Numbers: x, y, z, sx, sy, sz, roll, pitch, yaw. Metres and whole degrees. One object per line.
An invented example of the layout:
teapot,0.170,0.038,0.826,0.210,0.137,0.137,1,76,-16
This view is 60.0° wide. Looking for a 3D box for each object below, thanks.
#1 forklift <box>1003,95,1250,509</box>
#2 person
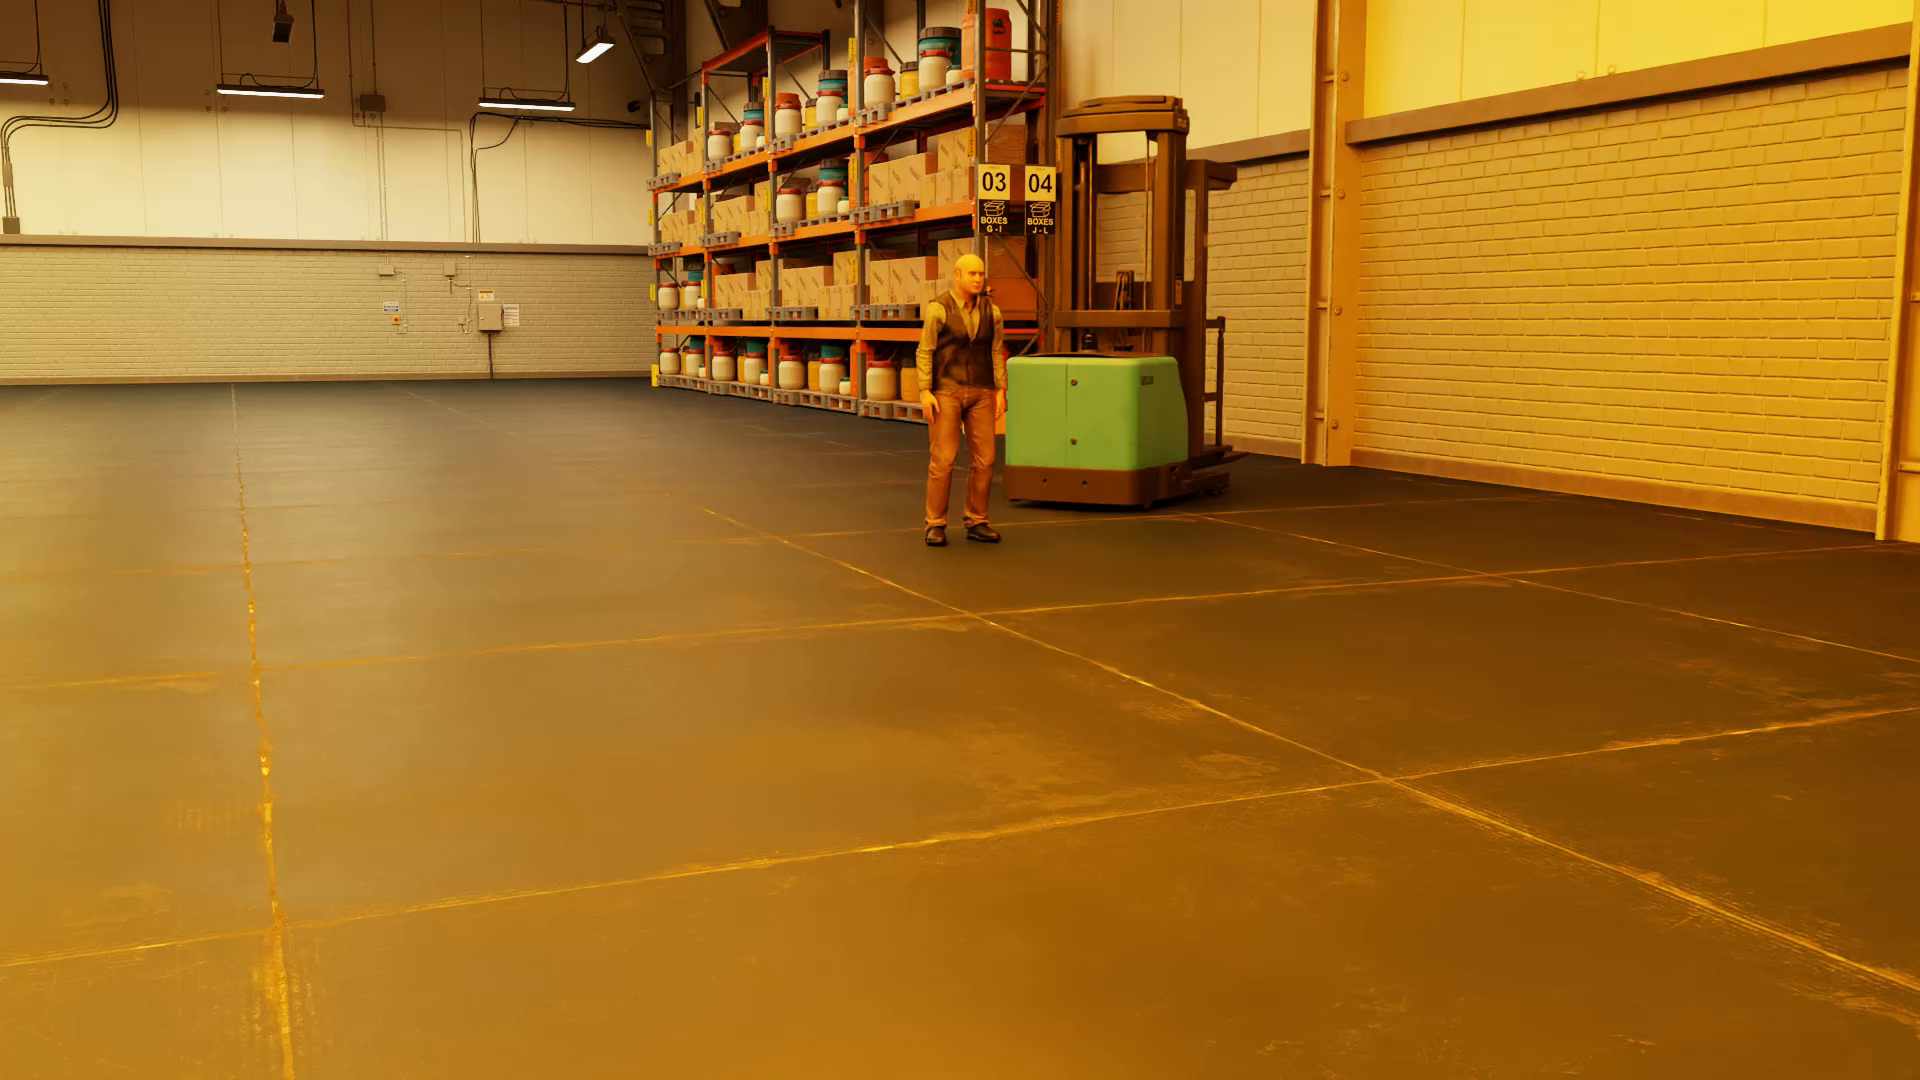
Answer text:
forklift,1.446,-1.821,12.753,1.130,2.935,3.031,4,8,28
person,0.010,-0.852,10.041,0.580,1.720,0.422,-4,8,-25
